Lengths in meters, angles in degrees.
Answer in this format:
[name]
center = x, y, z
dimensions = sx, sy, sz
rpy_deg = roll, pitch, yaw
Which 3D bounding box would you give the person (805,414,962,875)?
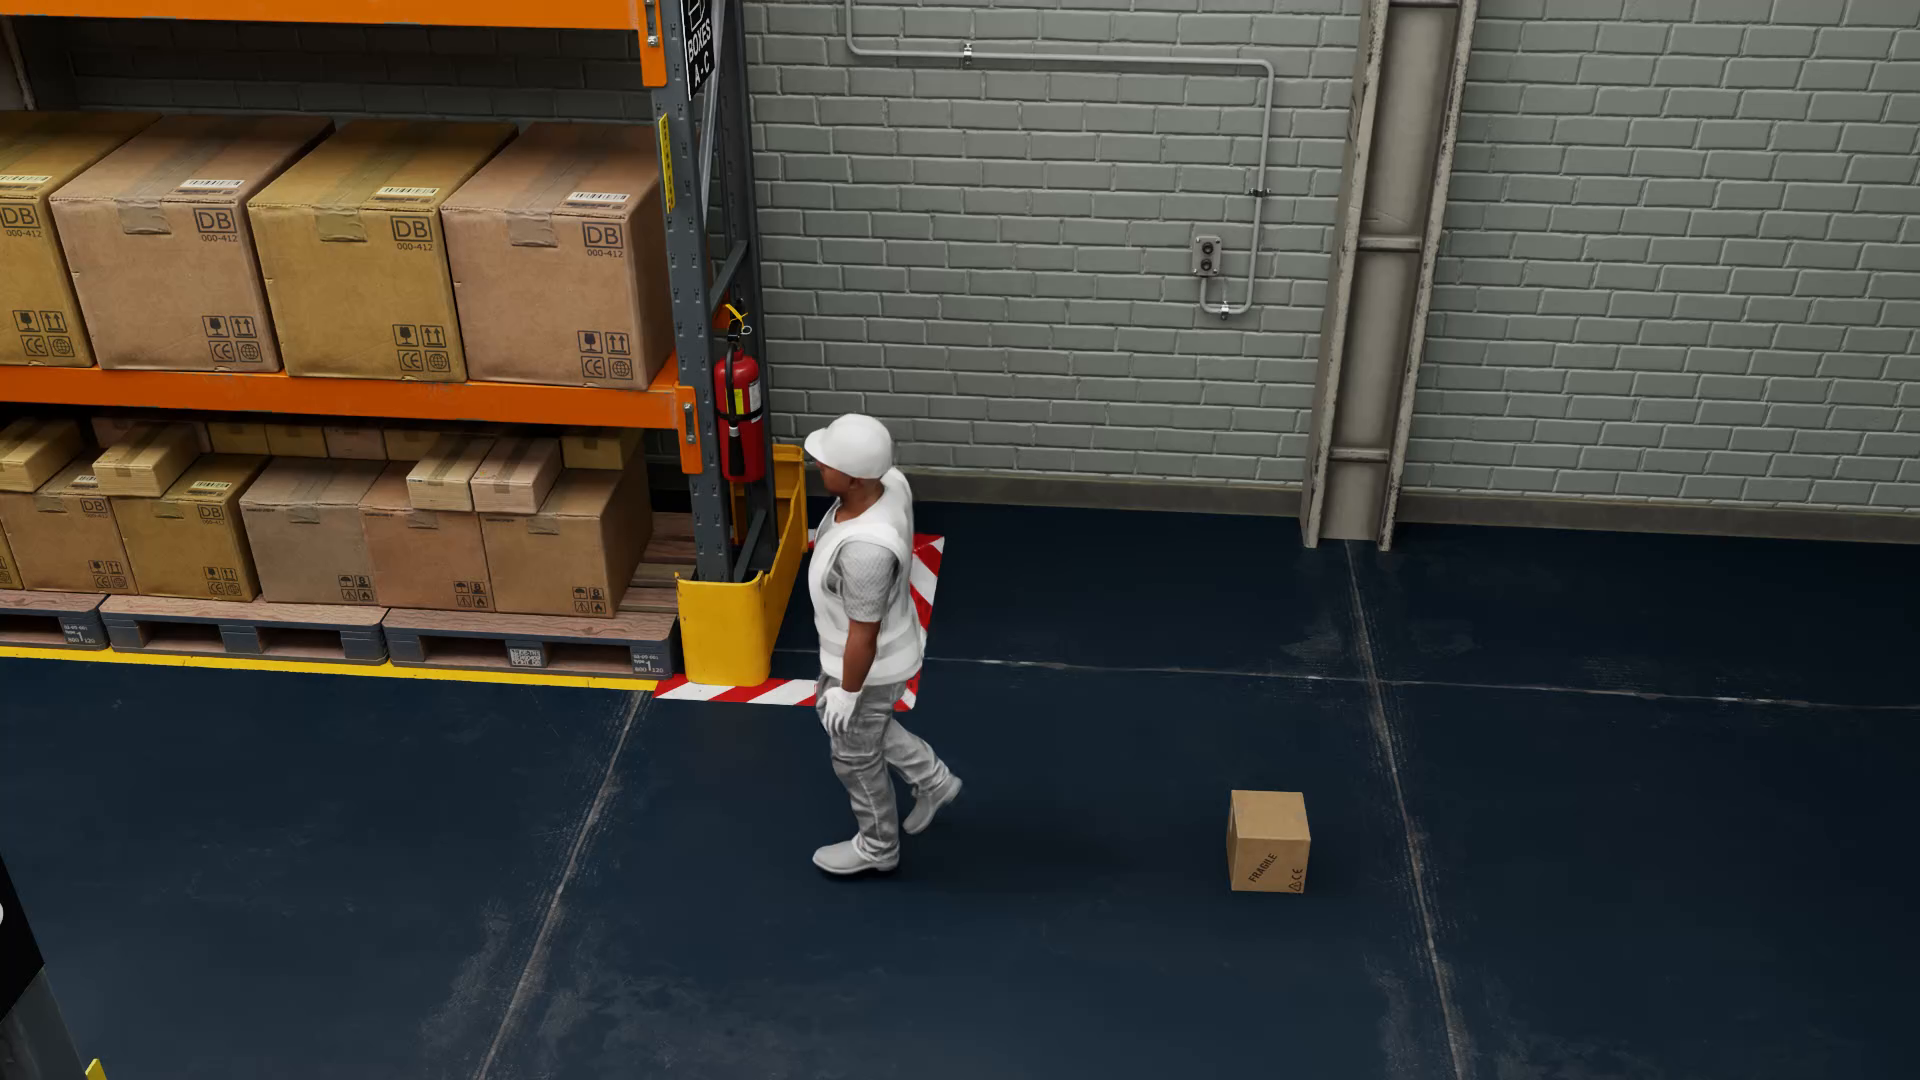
[person]
center = -0.256, 0.367, 5.470
dimensions = 0.526, 1.777, 0.563
rpy_deg = 0, 32, 1
